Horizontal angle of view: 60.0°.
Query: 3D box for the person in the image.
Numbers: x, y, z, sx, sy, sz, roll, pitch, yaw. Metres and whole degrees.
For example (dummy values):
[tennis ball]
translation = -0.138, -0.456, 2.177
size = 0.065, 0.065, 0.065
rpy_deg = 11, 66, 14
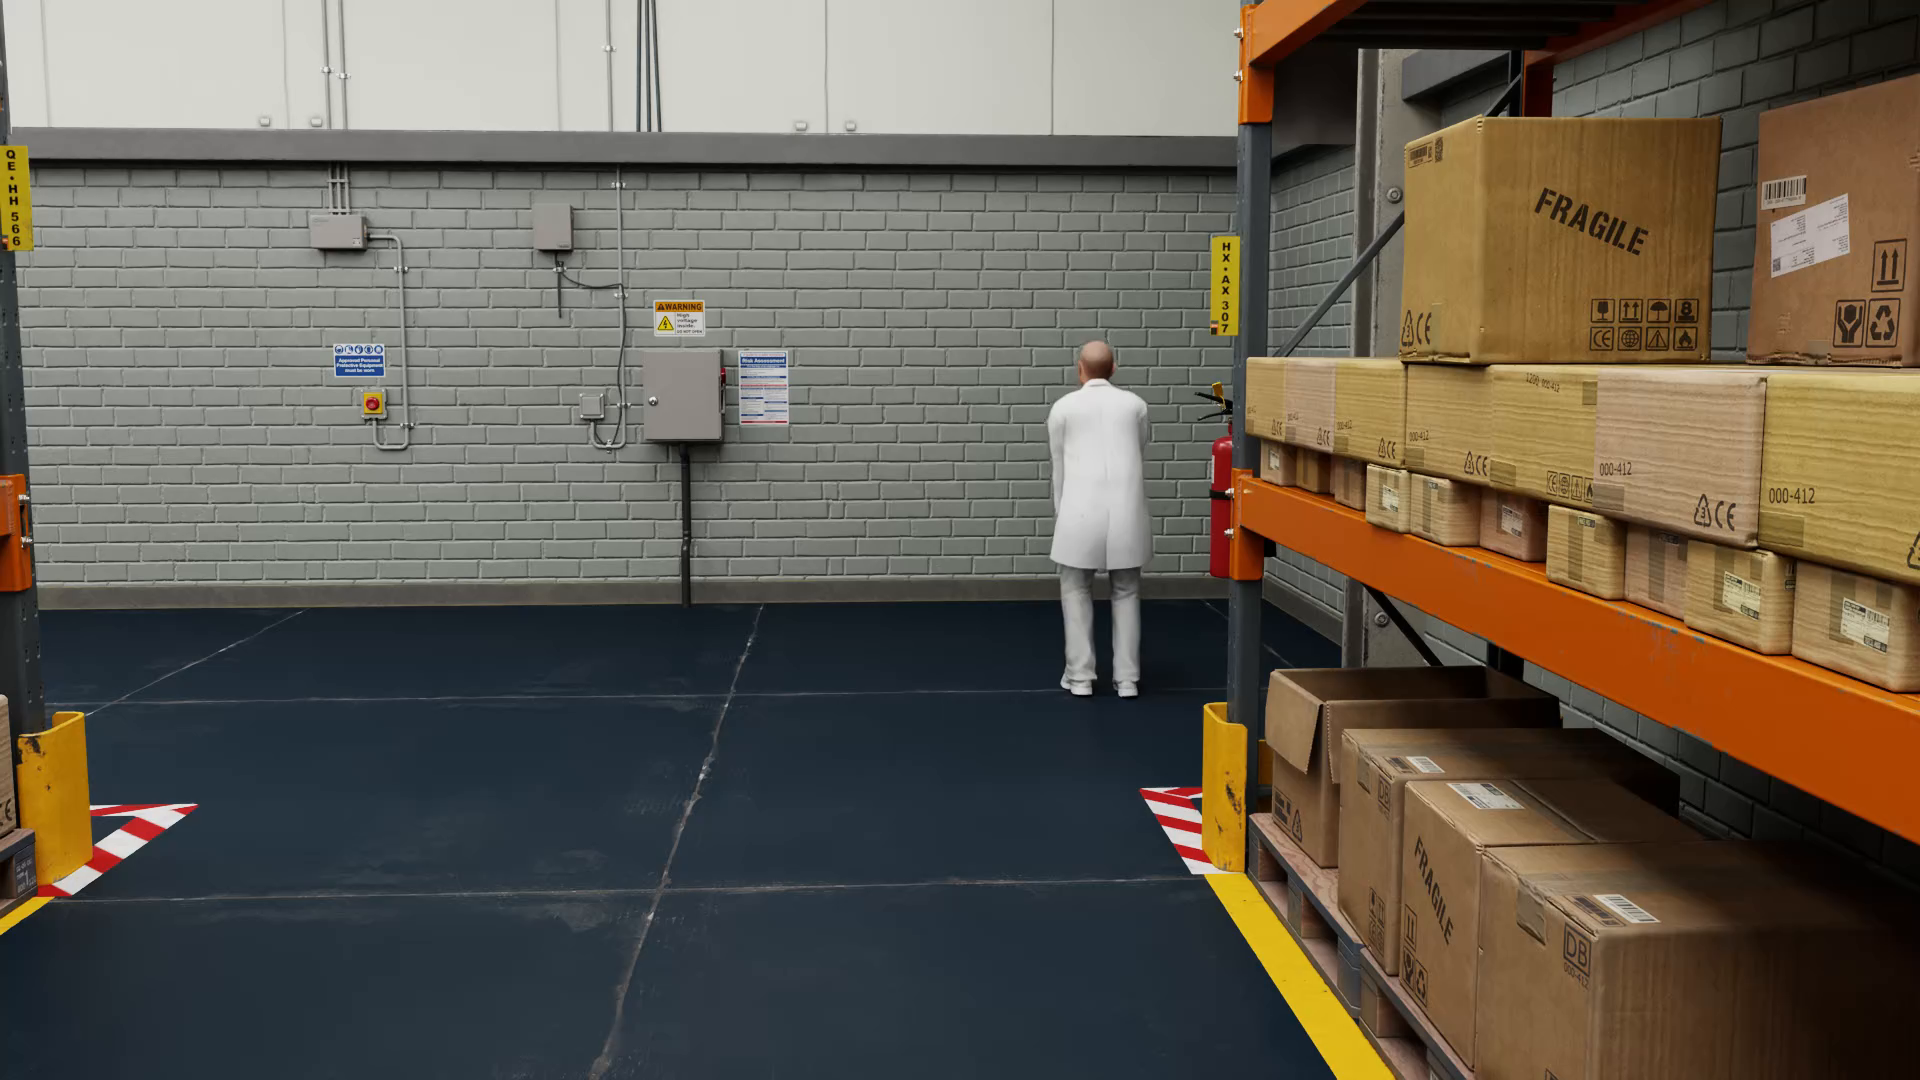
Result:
[person]
translation = 0.697, -0.114, 8.349
size = 0.532, 1.767, 0.582
rpy_deg = -1, 7, -5
